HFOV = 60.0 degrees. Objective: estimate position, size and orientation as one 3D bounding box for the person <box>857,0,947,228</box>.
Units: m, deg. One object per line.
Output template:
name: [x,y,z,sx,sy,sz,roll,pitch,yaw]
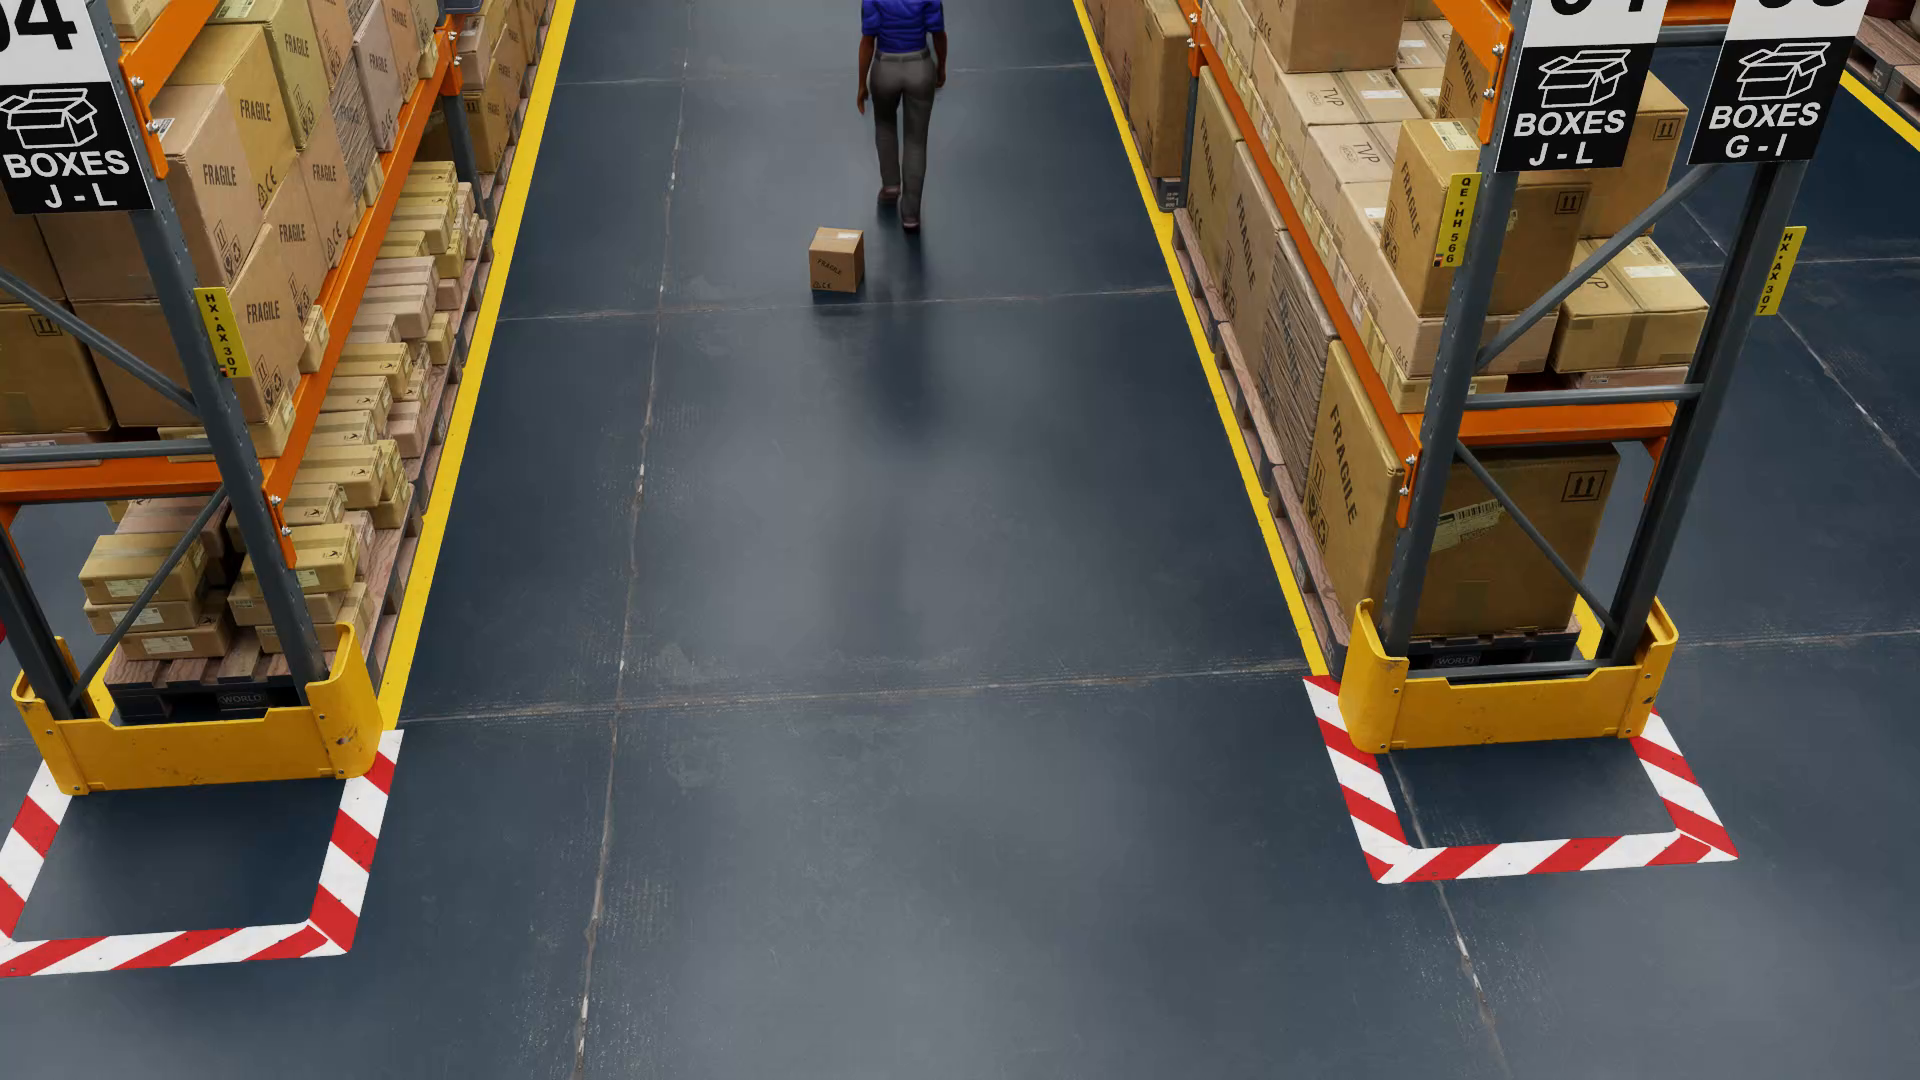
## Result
person: [-0.320,-2.557,9.300,0.496,1.718,0.565,1,39,1]
